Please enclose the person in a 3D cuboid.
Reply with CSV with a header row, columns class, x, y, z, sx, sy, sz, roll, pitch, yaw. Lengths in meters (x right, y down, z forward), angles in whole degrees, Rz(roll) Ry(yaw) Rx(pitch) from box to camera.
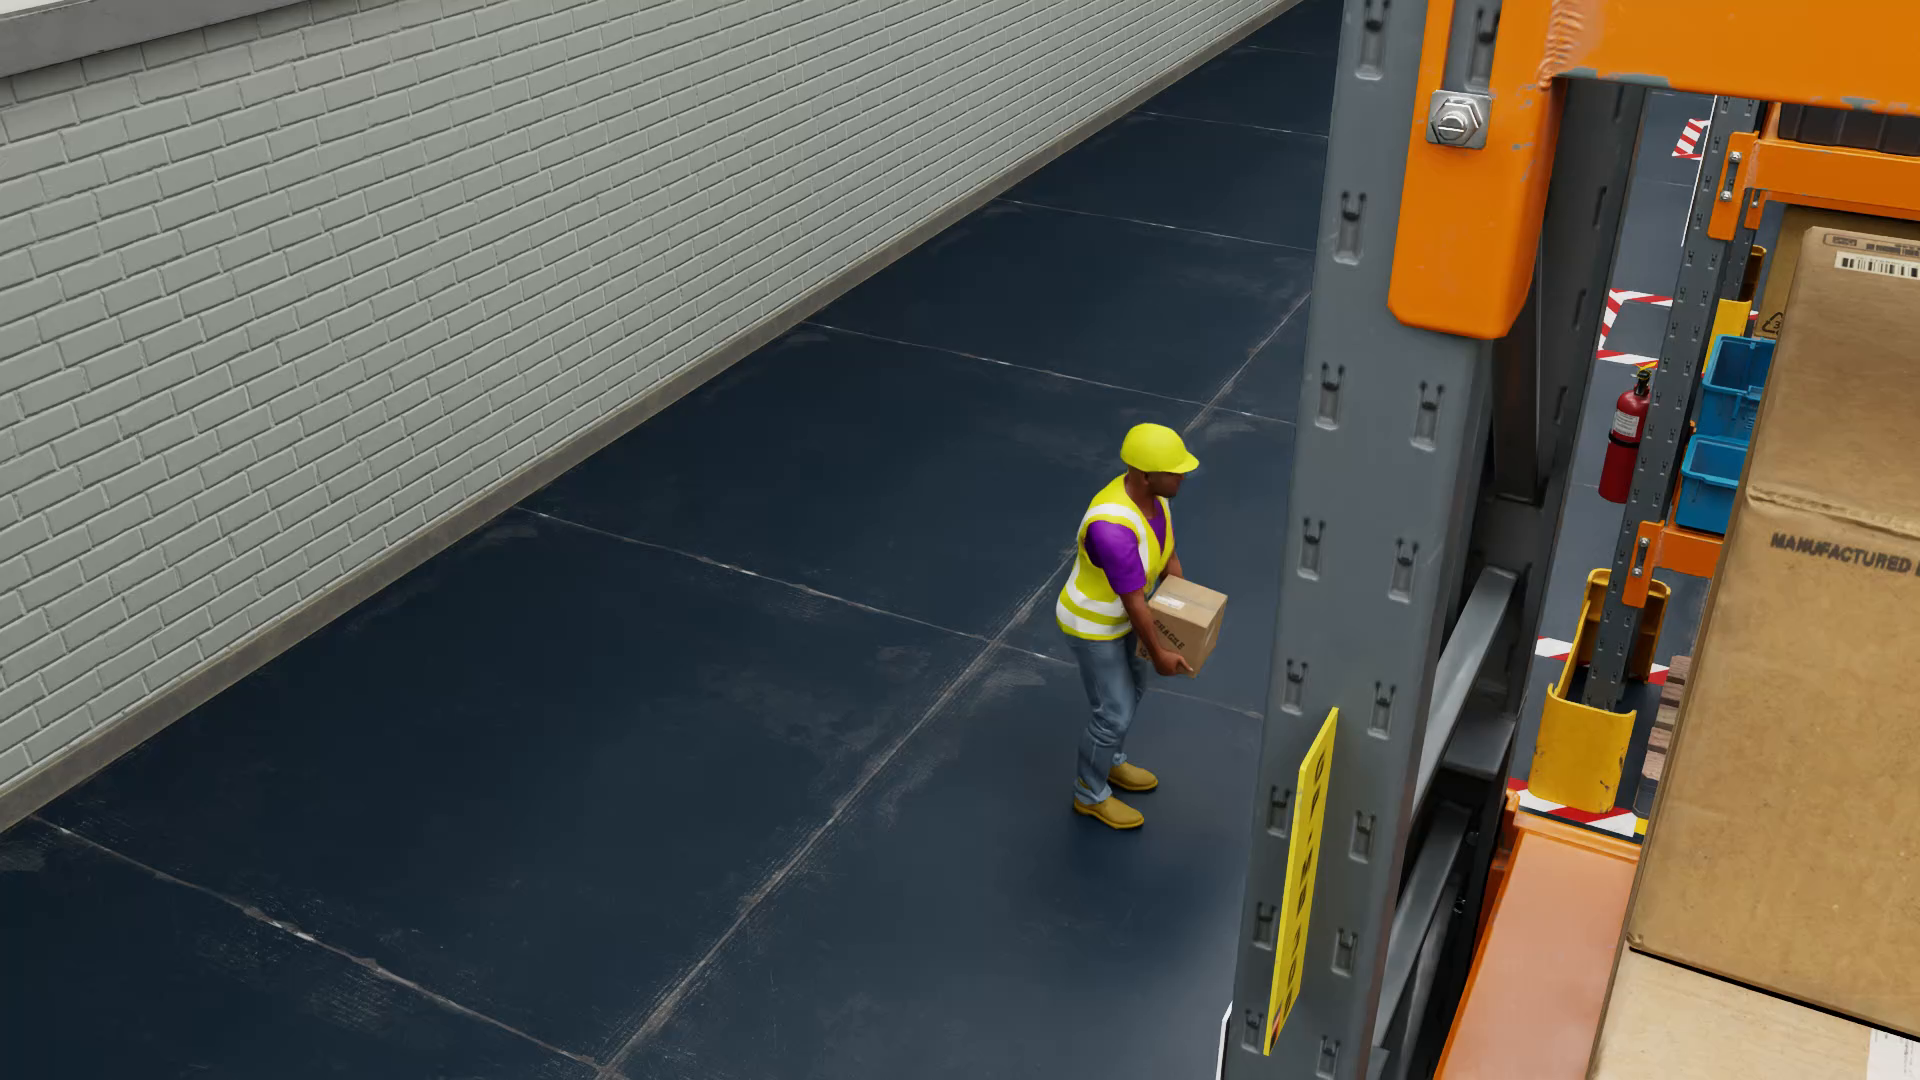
class,x,y,z,sx,sy,sz,roll,pitch,yaw
person,0.685,0.323,6.544,0.557,1.763,0.505,14,33,23
